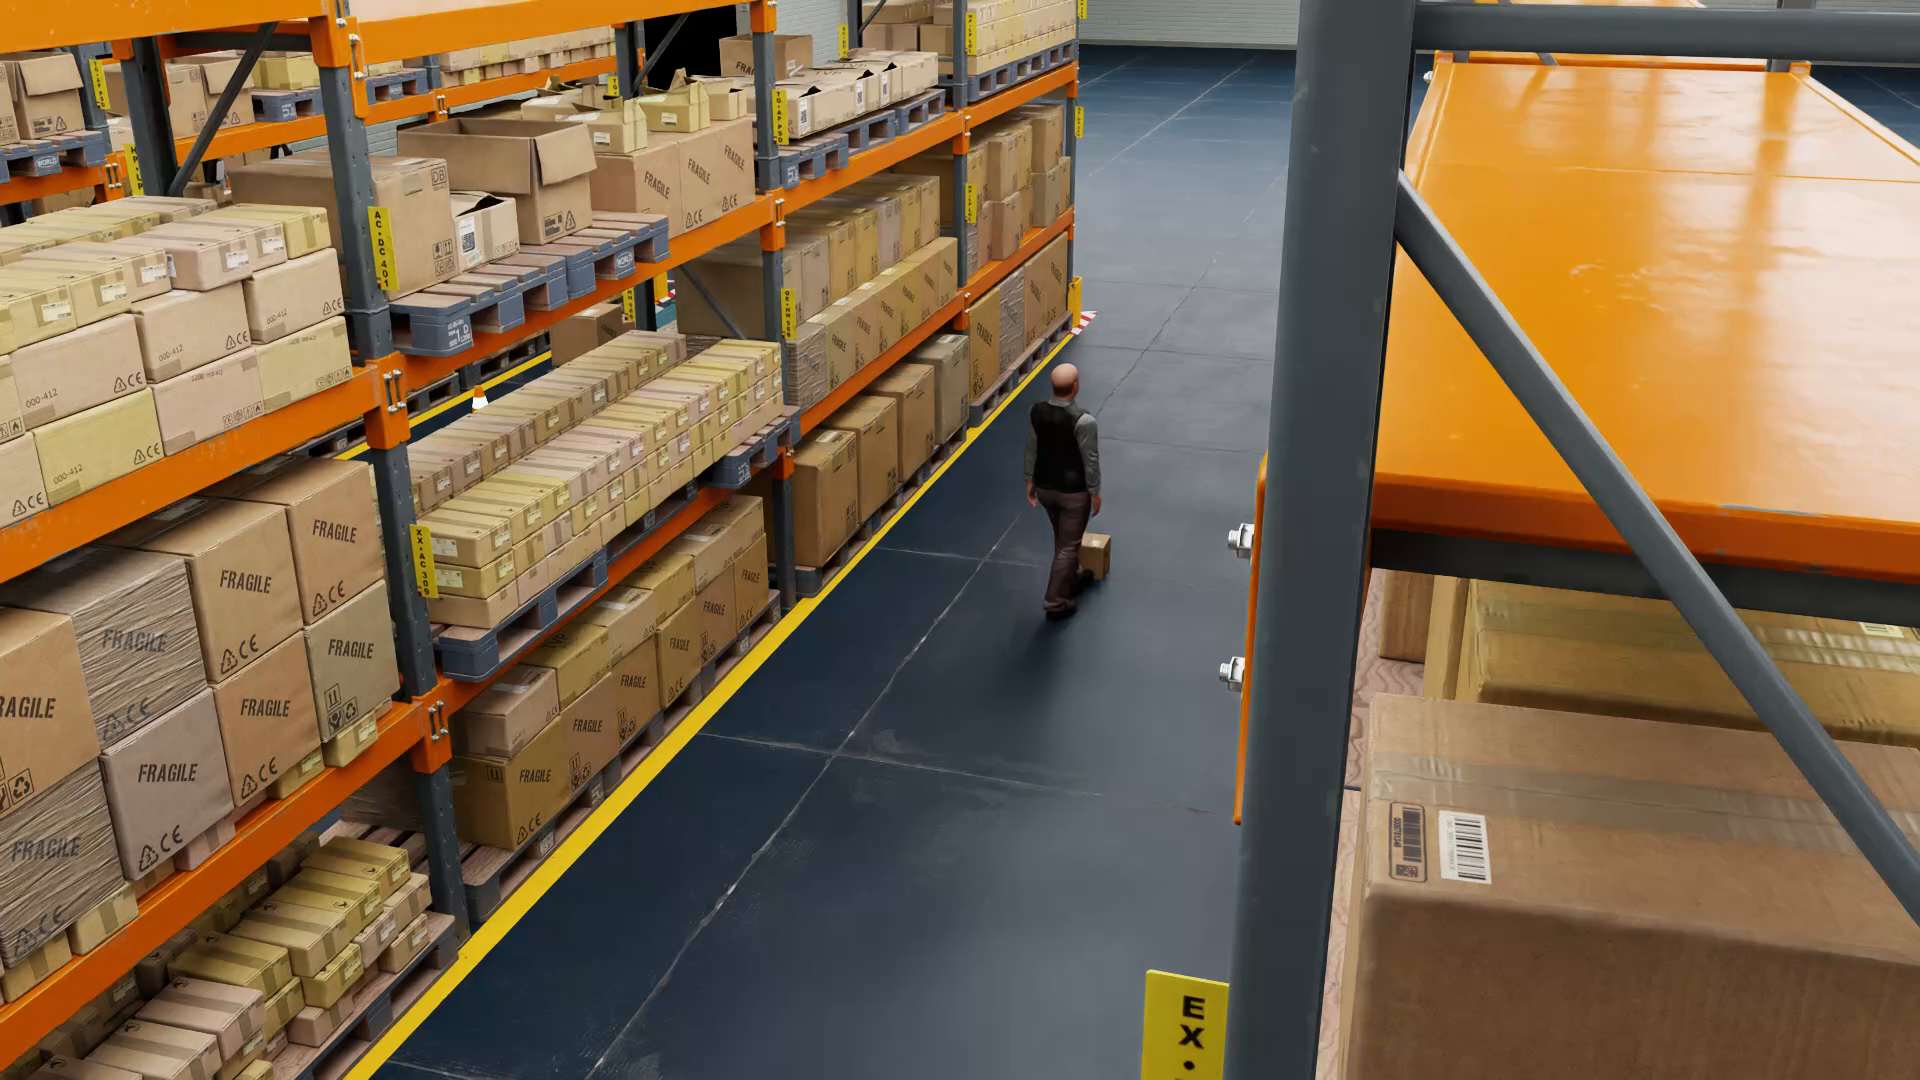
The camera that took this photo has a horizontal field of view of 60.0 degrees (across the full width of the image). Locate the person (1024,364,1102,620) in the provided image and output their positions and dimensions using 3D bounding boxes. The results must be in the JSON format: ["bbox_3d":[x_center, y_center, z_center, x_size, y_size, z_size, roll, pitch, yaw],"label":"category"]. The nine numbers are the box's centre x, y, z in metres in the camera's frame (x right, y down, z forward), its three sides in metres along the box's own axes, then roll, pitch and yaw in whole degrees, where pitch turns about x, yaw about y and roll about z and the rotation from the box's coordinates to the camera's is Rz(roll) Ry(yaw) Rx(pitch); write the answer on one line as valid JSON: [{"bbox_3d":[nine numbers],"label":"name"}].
[{"bbox_3d":[0.774,-0.371,11.023,0.548,1.708,0.764,18,28,37],"label":"person"}]
